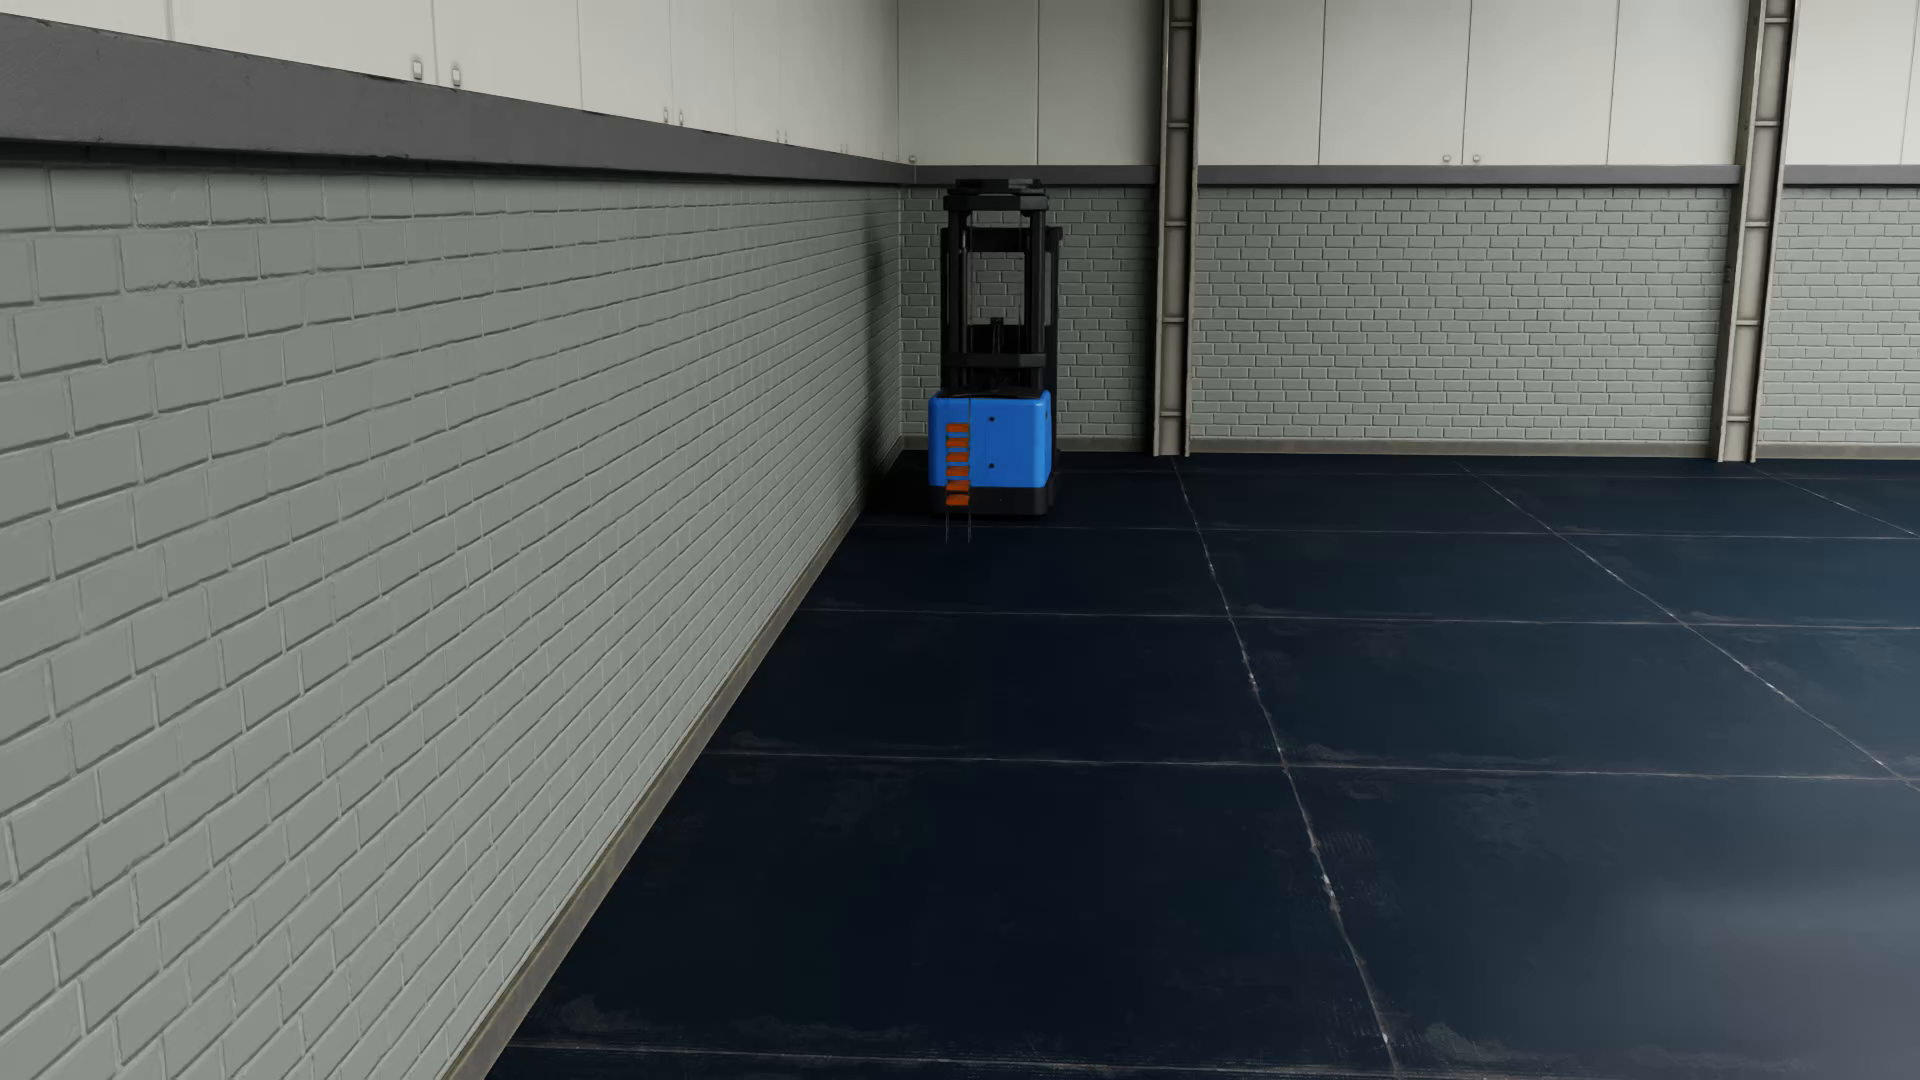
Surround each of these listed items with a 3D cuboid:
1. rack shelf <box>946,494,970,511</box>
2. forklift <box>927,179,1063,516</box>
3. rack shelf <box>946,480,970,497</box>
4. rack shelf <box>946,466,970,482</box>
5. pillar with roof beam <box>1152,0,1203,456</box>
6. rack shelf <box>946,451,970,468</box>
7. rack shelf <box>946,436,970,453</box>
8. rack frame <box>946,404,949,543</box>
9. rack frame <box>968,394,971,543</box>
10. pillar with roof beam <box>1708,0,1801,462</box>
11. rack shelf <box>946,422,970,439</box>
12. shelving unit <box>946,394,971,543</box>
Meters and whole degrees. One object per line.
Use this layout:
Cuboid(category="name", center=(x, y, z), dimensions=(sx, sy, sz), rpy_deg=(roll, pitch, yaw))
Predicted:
Cuboid(category="rack shelf", center=(-0.014, -0.309, 13.704), dimensions=(0.180, 0.103, 0.258), rpy_deg=(1, 12, 4))
Cuboid(category="forklift", center=(0.391, -1.896, 15.675), dimensions=(1.130, 2.935, 3.031), rpy_deg=(1, 12, 6))
Cuboid(category="rack shelf", center=(-0.014, -0.427, 13.680), dimensions=(0.180, 0.103, 0.258), rpy_deg=(1, 12, 4))
Cuboid(category="rack shelf", center=(-0.014, -0.544, 13.655), dimensions=(0.180, 0.103, 0.258), rpy_deg=(1, 12, 4))
Cuboid(category="pillar with roof beam", center=(2.026, -4.472, 13.169), dimensions=(0.400, 9.000, 9.100), rpy_deg=(1, 12, 4))
Cuboid(category="rack shelf", center=(-0.014, -0.661, 13.631), dimensions=(0.180, 0.103, 0.258), rpy_deg=(1, 12, 4))
Cuboid(category="rack shelf", center=(-0.014, -0.779, 13.606), dimensions=(0.180, 0.103, 0.258), rpy_deg=(1, 12, 4))
Cuboid(category="rack frame", center=(-0.106, -0.589, 13.652), dimensions=(0.006, 1.200, 0.240), rpy_deg=(1, 12, 4))
Cuboid(category="rack frame", center=(0.077, -0.586, 13.640), dimensions=(0.006, 1.200, 0.240), rpy_deg=(1, 12, 4))
Cuboid(category="pillar with roof beam", center=(8.013, -4.390, 12.776), dimensions=(0.400, 9.000, 9.100), rpy_deg=(1, 12, 4))
Cuboid(category="rack shelf", center=(-0.014, -0.896, 13.582), dimensions=(0.180, 0.103, 0.258), rpy_deg=(1, 12, 4))
Cuboid(category="shelving unit", center=(-0.014, -0.587, 13.646), dimensions=(0.189, 1.200, 0.258), rpy_deg=(1, 12, 4))
